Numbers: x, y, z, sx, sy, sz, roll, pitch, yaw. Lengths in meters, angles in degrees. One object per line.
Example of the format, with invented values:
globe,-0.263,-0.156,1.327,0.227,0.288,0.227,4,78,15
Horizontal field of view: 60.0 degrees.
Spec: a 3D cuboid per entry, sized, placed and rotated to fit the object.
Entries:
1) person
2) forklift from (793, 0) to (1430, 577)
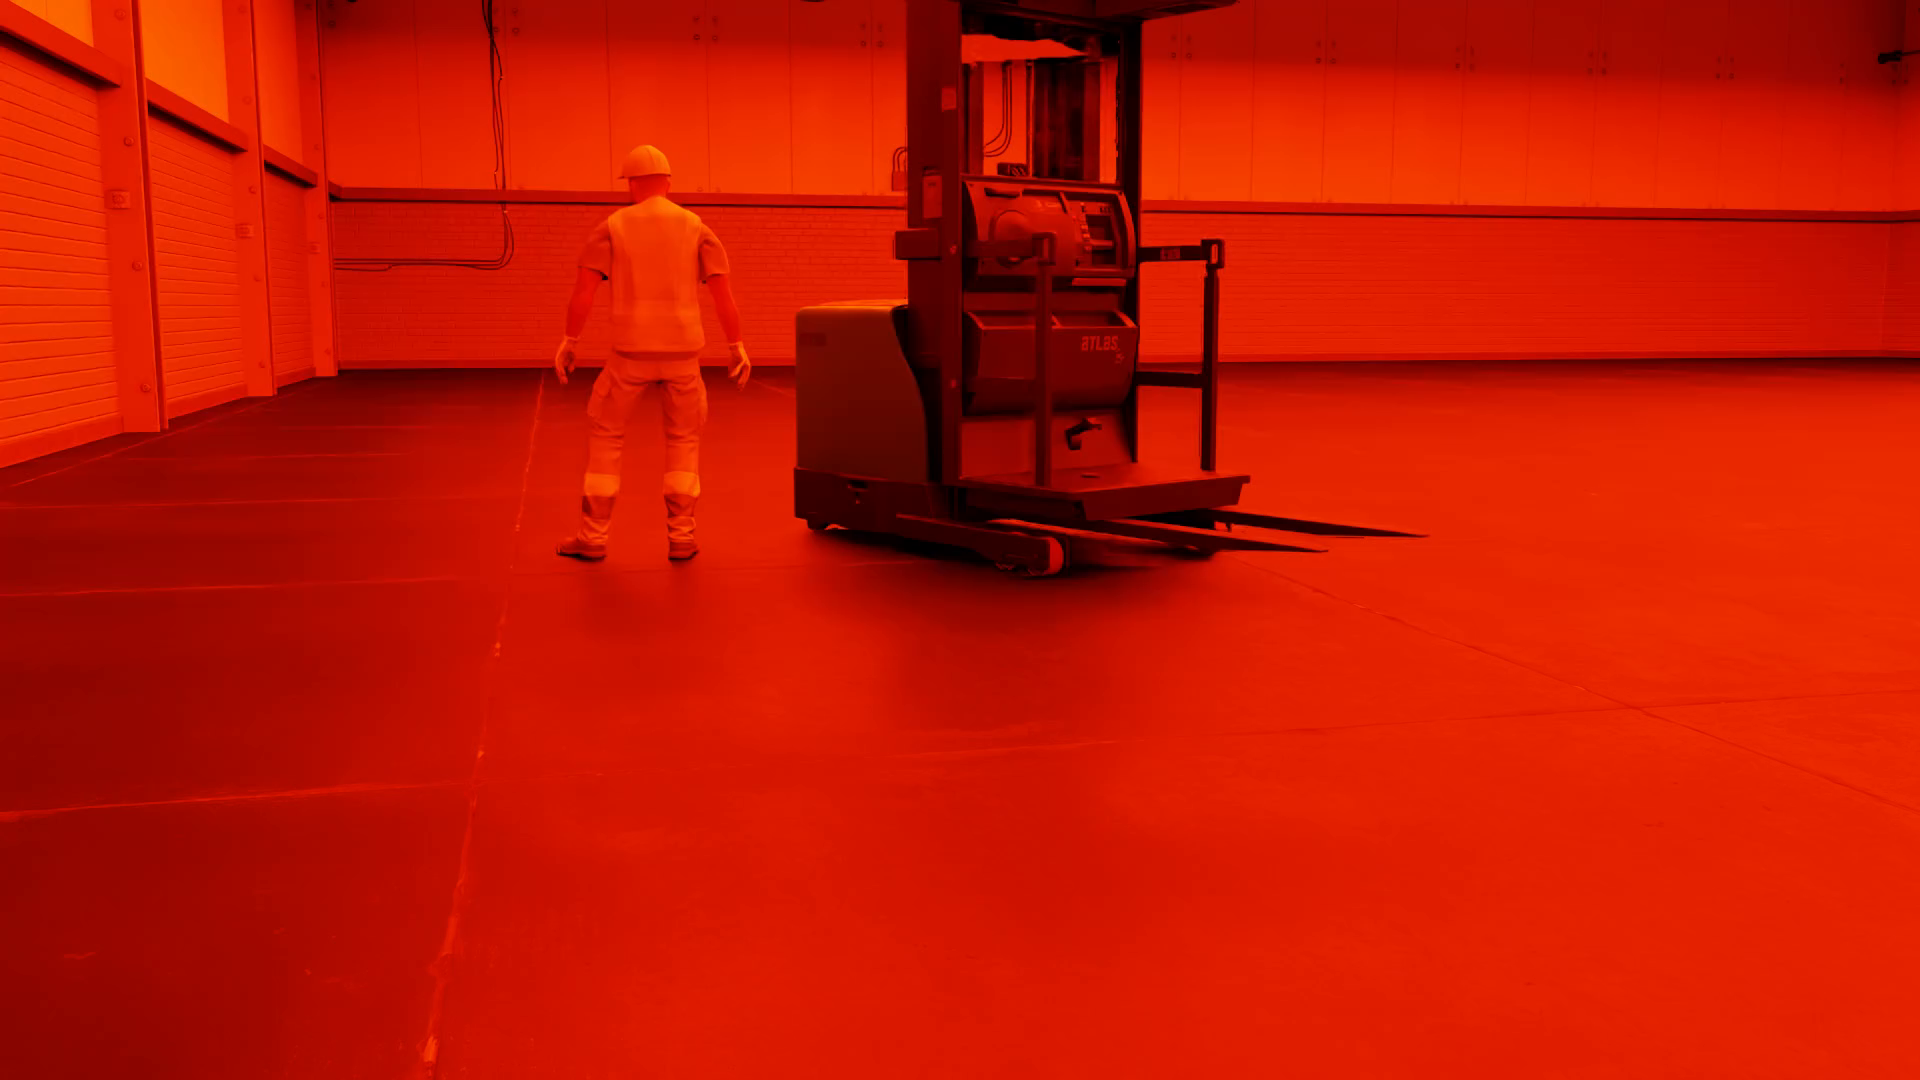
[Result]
person,-1.329,-0.809,7.168,0.819,1.753,0.423,-2,8,-15
forklift,0.536,-1.382,7.008,1.130,2.935,3.031,-7,10,-40
